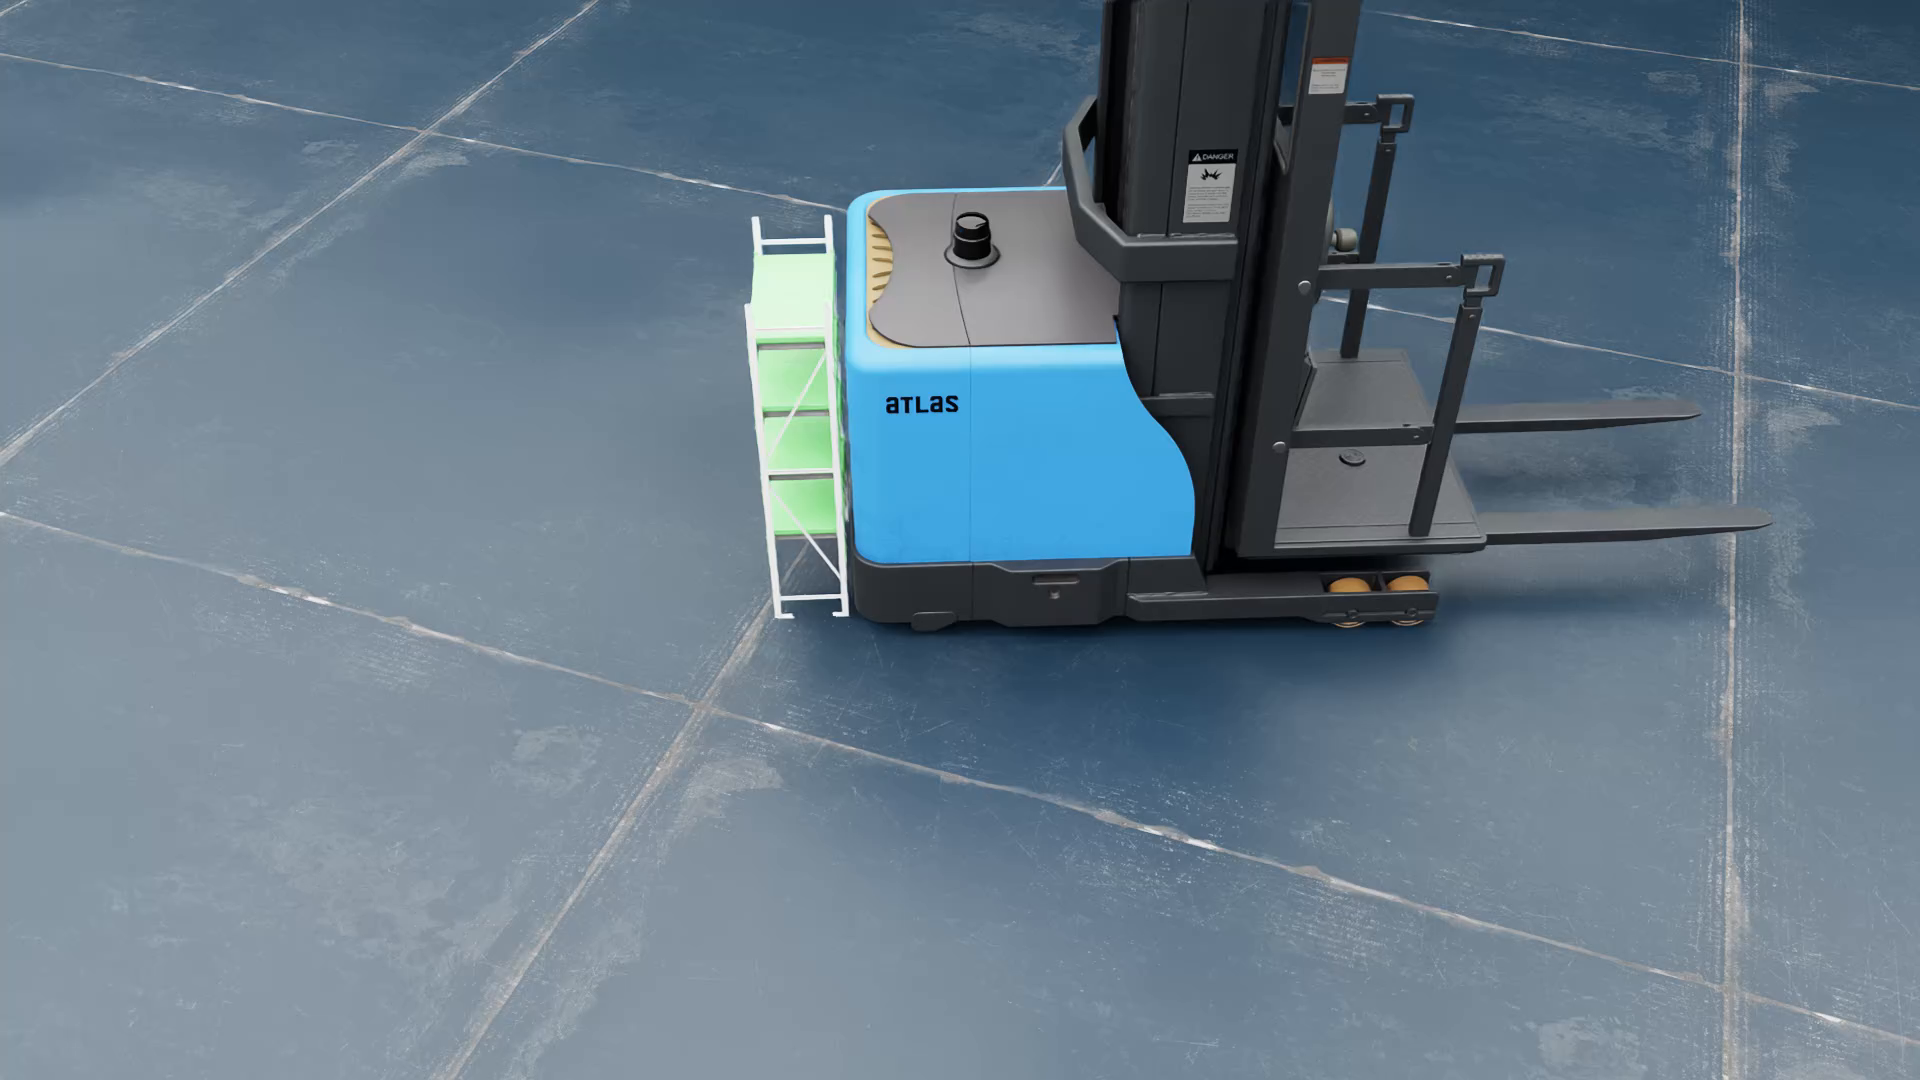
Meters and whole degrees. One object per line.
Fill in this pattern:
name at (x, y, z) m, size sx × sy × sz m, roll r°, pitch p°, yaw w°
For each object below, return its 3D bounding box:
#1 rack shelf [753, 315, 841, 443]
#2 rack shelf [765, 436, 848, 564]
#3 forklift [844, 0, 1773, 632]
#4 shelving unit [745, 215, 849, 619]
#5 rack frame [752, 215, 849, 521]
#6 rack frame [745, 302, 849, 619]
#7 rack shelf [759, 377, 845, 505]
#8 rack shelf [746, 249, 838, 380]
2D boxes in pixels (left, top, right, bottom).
rack shelf at (-0.498, -0.499, 5.139) m, size 0.258 × 0.148 × 0.480 m, roll -2°, pitch 41°, yaw -2°
rack shelf at (-0.498, -0.134, 5.451) m, size 0.258 × 0.148 × 0.480 m, roll -2°, pitch 41°, yaw -2°
forklift at (1.152, -1.174, 4.868) m, size 3.031 × 2.935 × 1.130 m, roll -2°, pitch 40°, yaw -2°
shelving unit at (-0.498, -0.365, 5.253) m, size 0.258 × 1.200 × 0.503 m, roll -2°, pitch 41°, yaw -2°
rack frame at (-0.511, -0.523, 5.439) m, size 0.240 × 1.200 × 0.015 m, roll -2°, pitch 41°, yaw -2°
rack frame at (-0.485, -0.207, 5.068) m, size 0.240 × 1.200 × 0.015 m, roll -2°, pitch 41°, yaw -2°
rack shelf at (-0.498, -0.316, 5.295) m, size 0.258 × 0.148 × 0.480 m, roll -2°, pitch 41°, yaw -2°
rack shelf at (-0.498, -0.681, 4.983) m, size 0.258 × 0.148 × 0.480 m, roll -2°, pitch 41°, yaw -2°
